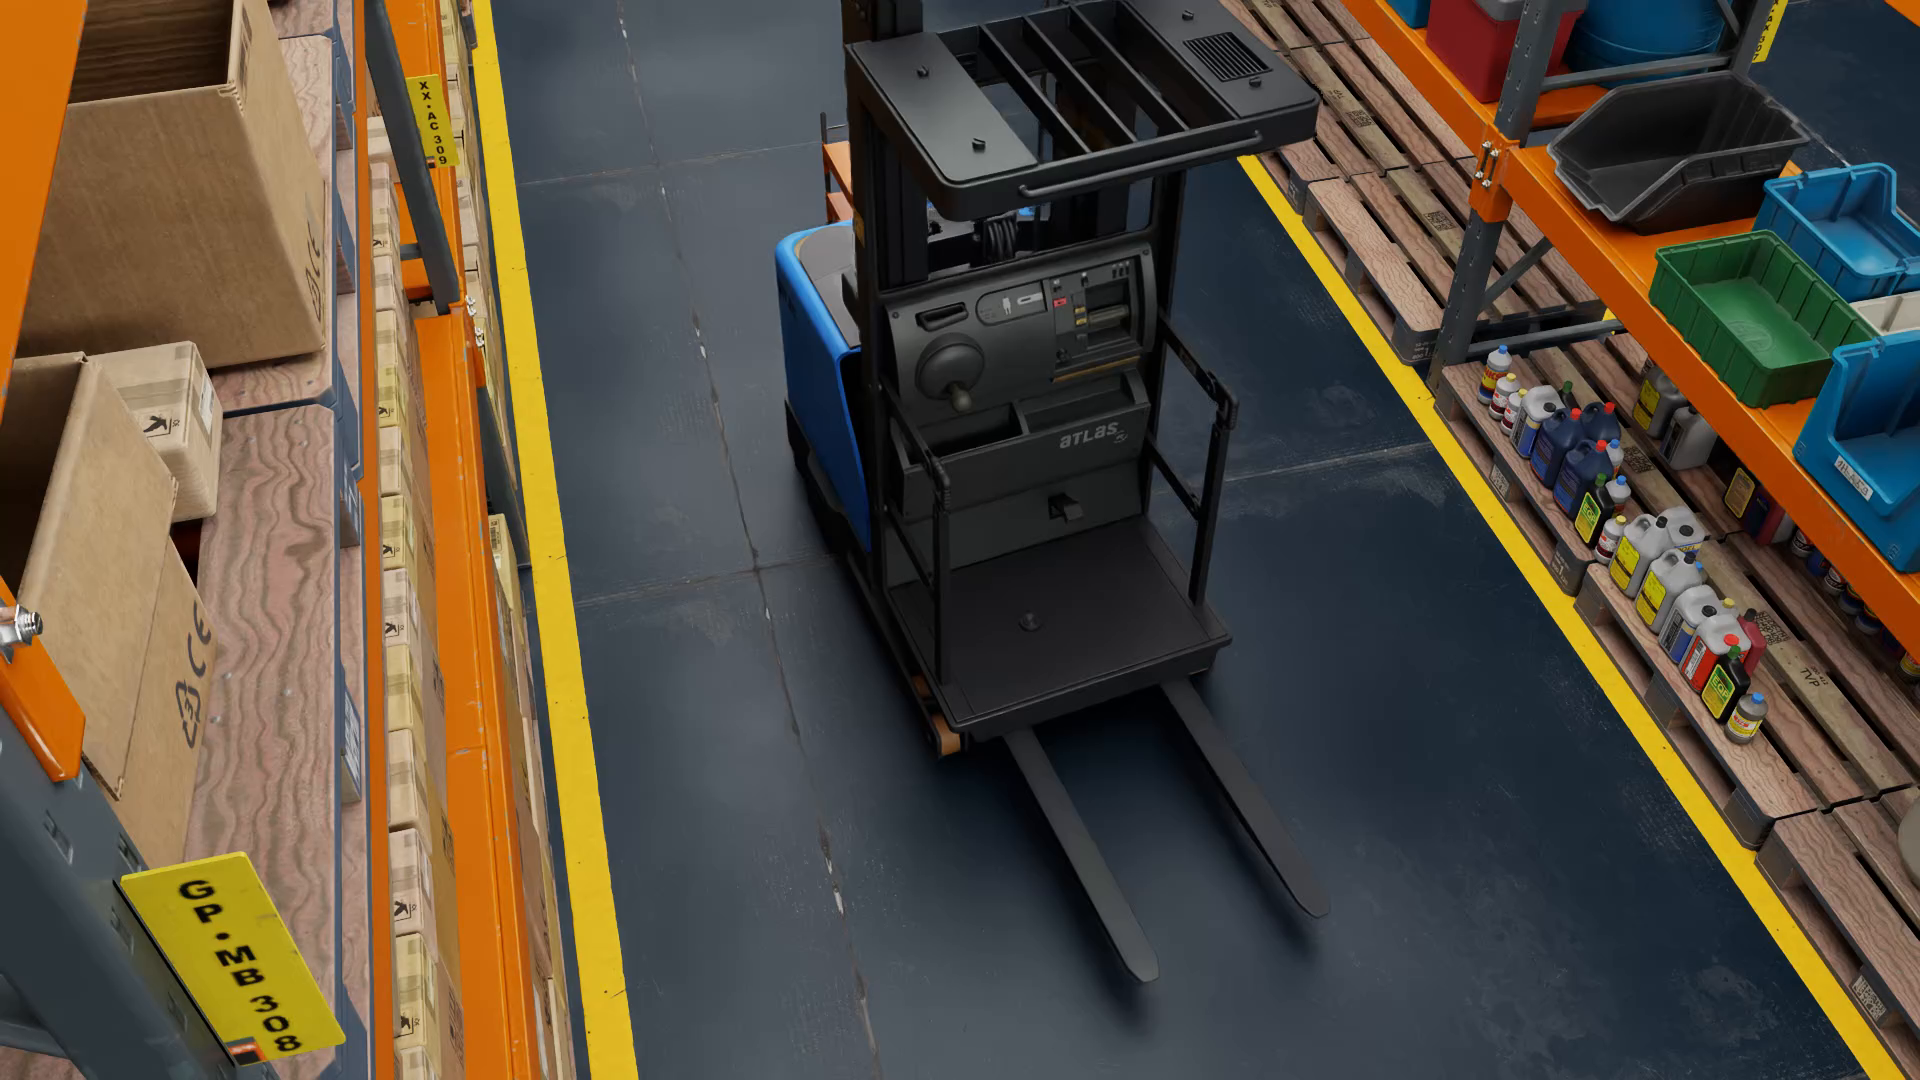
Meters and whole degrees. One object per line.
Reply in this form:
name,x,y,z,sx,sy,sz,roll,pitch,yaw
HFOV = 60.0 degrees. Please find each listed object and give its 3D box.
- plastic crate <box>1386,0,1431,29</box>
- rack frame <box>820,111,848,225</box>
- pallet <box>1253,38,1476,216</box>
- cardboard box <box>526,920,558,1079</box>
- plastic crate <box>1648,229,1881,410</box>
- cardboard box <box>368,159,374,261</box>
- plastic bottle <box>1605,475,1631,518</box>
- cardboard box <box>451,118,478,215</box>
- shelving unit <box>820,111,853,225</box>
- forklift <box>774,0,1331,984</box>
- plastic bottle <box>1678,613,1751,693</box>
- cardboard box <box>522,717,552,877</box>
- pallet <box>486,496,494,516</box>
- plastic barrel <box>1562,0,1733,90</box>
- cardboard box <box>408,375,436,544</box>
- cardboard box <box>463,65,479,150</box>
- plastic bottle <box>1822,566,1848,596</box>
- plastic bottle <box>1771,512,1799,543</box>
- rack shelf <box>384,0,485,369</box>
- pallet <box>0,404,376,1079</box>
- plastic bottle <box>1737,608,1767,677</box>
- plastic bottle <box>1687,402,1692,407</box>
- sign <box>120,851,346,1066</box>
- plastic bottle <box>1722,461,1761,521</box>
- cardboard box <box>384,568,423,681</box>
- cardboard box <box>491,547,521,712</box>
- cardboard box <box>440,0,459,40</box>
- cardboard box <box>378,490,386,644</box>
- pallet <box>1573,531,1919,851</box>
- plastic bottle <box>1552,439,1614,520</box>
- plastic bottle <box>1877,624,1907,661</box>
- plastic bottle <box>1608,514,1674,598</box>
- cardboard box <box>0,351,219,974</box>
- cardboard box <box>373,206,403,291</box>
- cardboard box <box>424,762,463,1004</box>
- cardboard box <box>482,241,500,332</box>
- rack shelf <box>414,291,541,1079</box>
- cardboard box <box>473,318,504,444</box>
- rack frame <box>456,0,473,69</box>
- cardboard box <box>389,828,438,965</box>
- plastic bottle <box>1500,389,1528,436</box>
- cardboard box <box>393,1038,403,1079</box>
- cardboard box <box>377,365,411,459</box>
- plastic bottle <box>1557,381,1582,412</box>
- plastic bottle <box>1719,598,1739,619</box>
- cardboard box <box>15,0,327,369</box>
plastic crate,1.995,-2.497,7.108,0.392,0.384,0.575,-11,47,-10
rack frame,-0.453,-1.344,7.226,0.240,1.200,0.015,-14,46,-13
pallet,2.023,-2.201,8.759,1.003,0.211,1.213,-11,47,-10
cardboard box,-1.380,1.321,4.461,0.500,0.500,0.500,-11,47,-10
plastic crate,2.652,-0.735,5.519,0.450,0.188,0.662,-11,47,-10
cardboard box,-2.092,-1.079,4.729,0.700,0.500,0.500,-10,47,-10
plastic bottle,2.505,-0.139,6.388,0.097,0.271,0.097,0,46,0
cardboard box,-2.471,-1.668,7.523,0.500,0.311,0.500,-10,46,-9
shelving unit,-0.372,-1.182,7.062,0.258,1.200,0.503,-14,46,-13
forklift,0.296,-0.599,5.284,1.130,2.935,3.031,-16,48,-15
plastic bottle,2.670,0.396,5.861,0.152,0.276,0.135,-10,46,-10
cardboard box,-1.621,0.890,5.409,0.500,0.250,0.500,-11,47,-10
pallet,-2.438,-0.421,7.014,1.003,0.211,1.213,-11,47,-10
plastic barrel,2.772,-2.296,6.549,0.600,0.901,0.708,-11,47,-10
cardboard box,-1.951,-0.262,4.836,0.700,0.500,0.500,-11,47,-11
cardboard box,-2.730,-2.167,8.405,0.500,0.250,0.500,-11,47,-11
plastic bottle,3.300,0.106,6.197,0.097,0.201,0.097,0,46,0
plastic bottle,3.191,-0.138,6.384,0.152,0.276,0.135,-10,46,-10
rack shelf,-2.724,-2.024,7.137,1.077,0.370,4.000,-11,47,-10
pallet,-1.344,0.355,2.264,1.003,0.211,1.213,-11,47,-10
plastic bottle,2.773,0.374,5.877,0.061,0.283,0.133,-11,47,-10
plastic bottle,3.021,-0.633,6.817,0.144,0.351,0.185,-12,47,-11
sign,-0.649,0.386,1.504,0.100,0.325,0.005,-11,47,-10
plastic bottle,3.060,-0.217,6.457,0.061,0.283,0.133,-11,47,-10
cardboard box,-1.473,0.233,3.897,0.380,0.149,0.250,-10,46,-10
cardboard box,-1.765,0.286,5.476,0.500,0.500,0.500,-11,47,-10
cardboard box,-2.863,-2.721,8.555,0.500,0.311,0.500,-10,46,-9
cardboard box,-1.706,-0.039,3.710,0.700,0.500,0.500,-11,47,-10
pallet,3.025,0.493,6.119,1.003,0.211,1.213,-11,47,-10
plastic bottle,2.432,-0.261,6.453,0.144,0.351,0.185,-13,47,-12
plastic bottle,3.399,0.292,5.957,0.061,0.283,0.133,-10,46,-10
plastic bottle,2.540,0.032,6.165,0.144,0.351,0.185,-11,47,-11
cardboard box,-1.331,0.187,1.902,0.797,0.503,0.637,-8,46,-8
cardboard box,-1.873,-0.837,4.946,0.380,0.149,0.250,-12,47,-11
cardboard box,-1.555,0.801,3.794,0.700,0.500,0.500,-10,46,-10
cardboard box,-2.340,-1.114,7.372,0.500,0.250,0.500,-12,47,-12
rack shelf,-1.700,0.738,4.431,1.077,0.370,4.000,-11,47,-10
cardboard box,-2.077,-0.607,6.483,0.500,0.311,0.500,-11,47,-10
rack frame,-3.236,-3.657,8.233,1.000,3.000,0.127,-11,47,-10
cardboard box,-1.275,0.765,3.375,0.380,0.149,0.250,-11,47,-11
plastic bottle,2.288,-0.532,6.822,0.097,0.201,0.097,0,46,0
cardboard box,-1.308,1.016,2.675,0.700,0.500,0.500,-11,47,-10
cardboard box,-1.676,-0.306,4.425,0.380,0.149,0.250,-11,47,-11
plastic bottle,2.448,-0.503,6.736,0.061,0.283,0.133,-11,47,-10
plastic bottle,2.750,0.291,6.016,0.097,0.201,0.097,0,46,0
cardboard box,-1.348,-0.611,2.686,0.500,0.500,0.500,-11,47,-10
